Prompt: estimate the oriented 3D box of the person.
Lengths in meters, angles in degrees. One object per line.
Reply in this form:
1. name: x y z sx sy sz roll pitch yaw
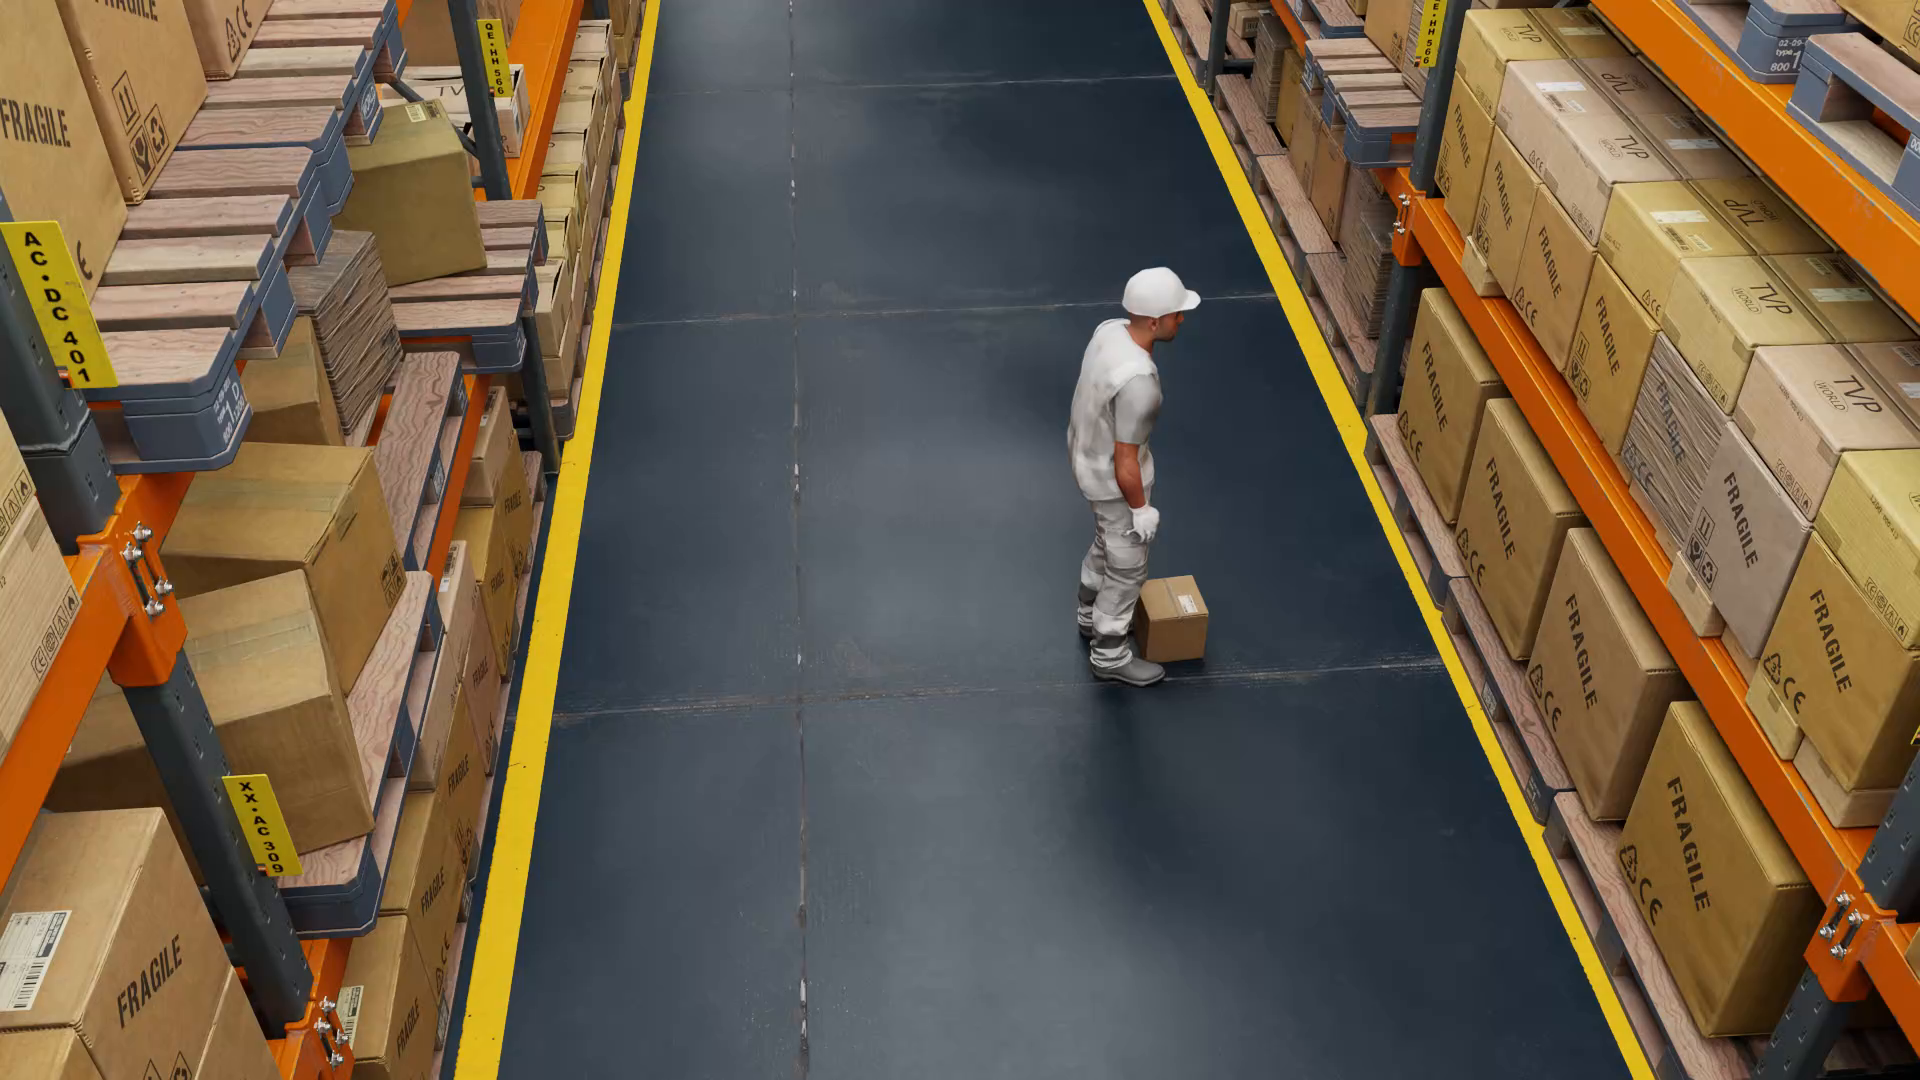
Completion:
1. person: 0.645 -0.248 6.451 0.448 1.780 0.609 -3 39 -4
